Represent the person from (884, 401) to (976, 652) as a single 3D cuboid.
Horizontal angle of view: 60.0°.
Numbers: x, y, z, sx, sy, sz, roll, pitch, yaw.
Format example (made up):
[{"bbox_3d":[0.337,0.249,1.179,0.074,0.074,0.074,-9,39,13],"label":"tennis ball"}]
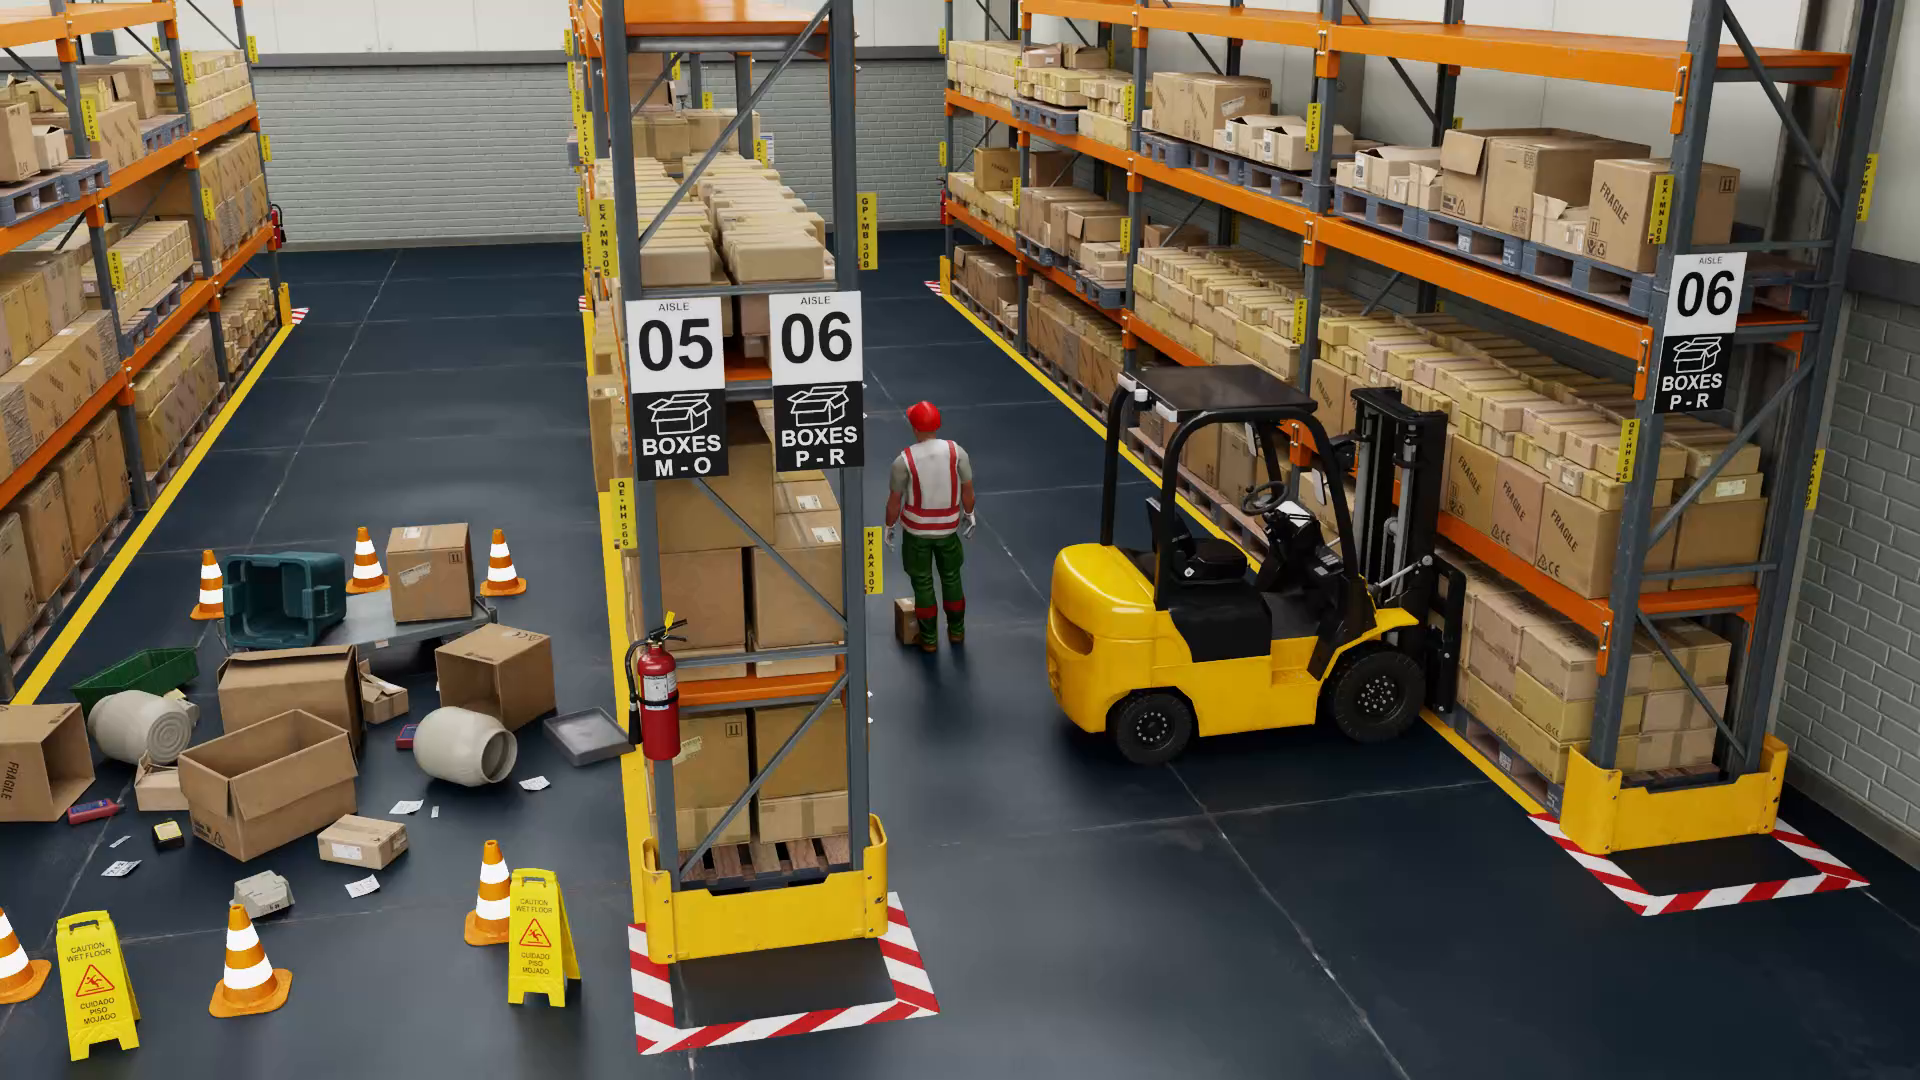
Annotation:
[{"bbox_3d":[-0.215,-0.112,11.320,0.638,1.787,0.564,-5,20,-14],"label":"person"}]
